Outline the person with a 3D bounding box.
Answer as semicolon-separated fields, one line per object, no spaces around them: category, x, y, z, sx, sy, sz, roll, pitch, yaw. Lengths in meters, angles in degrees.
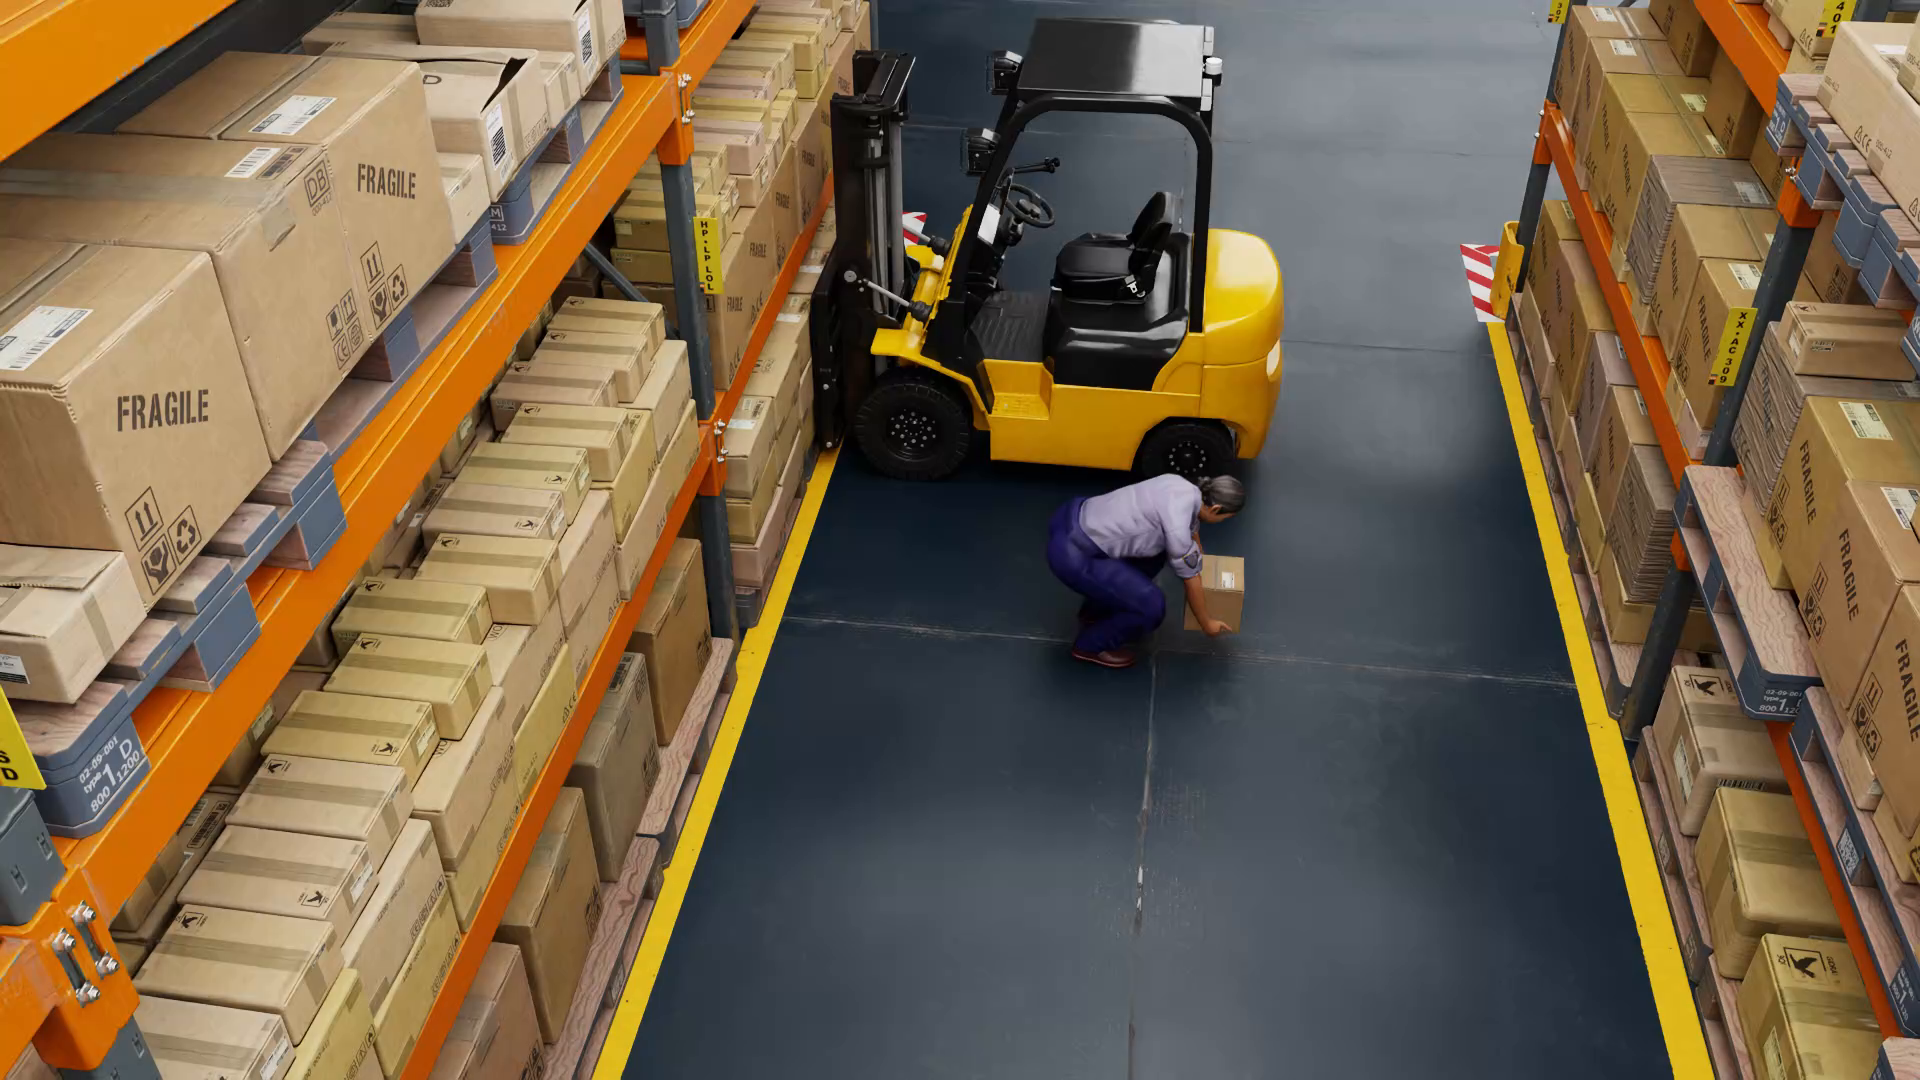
person;0.819;0.101;7.518;0.862;0.939;0.519;3;36;4
